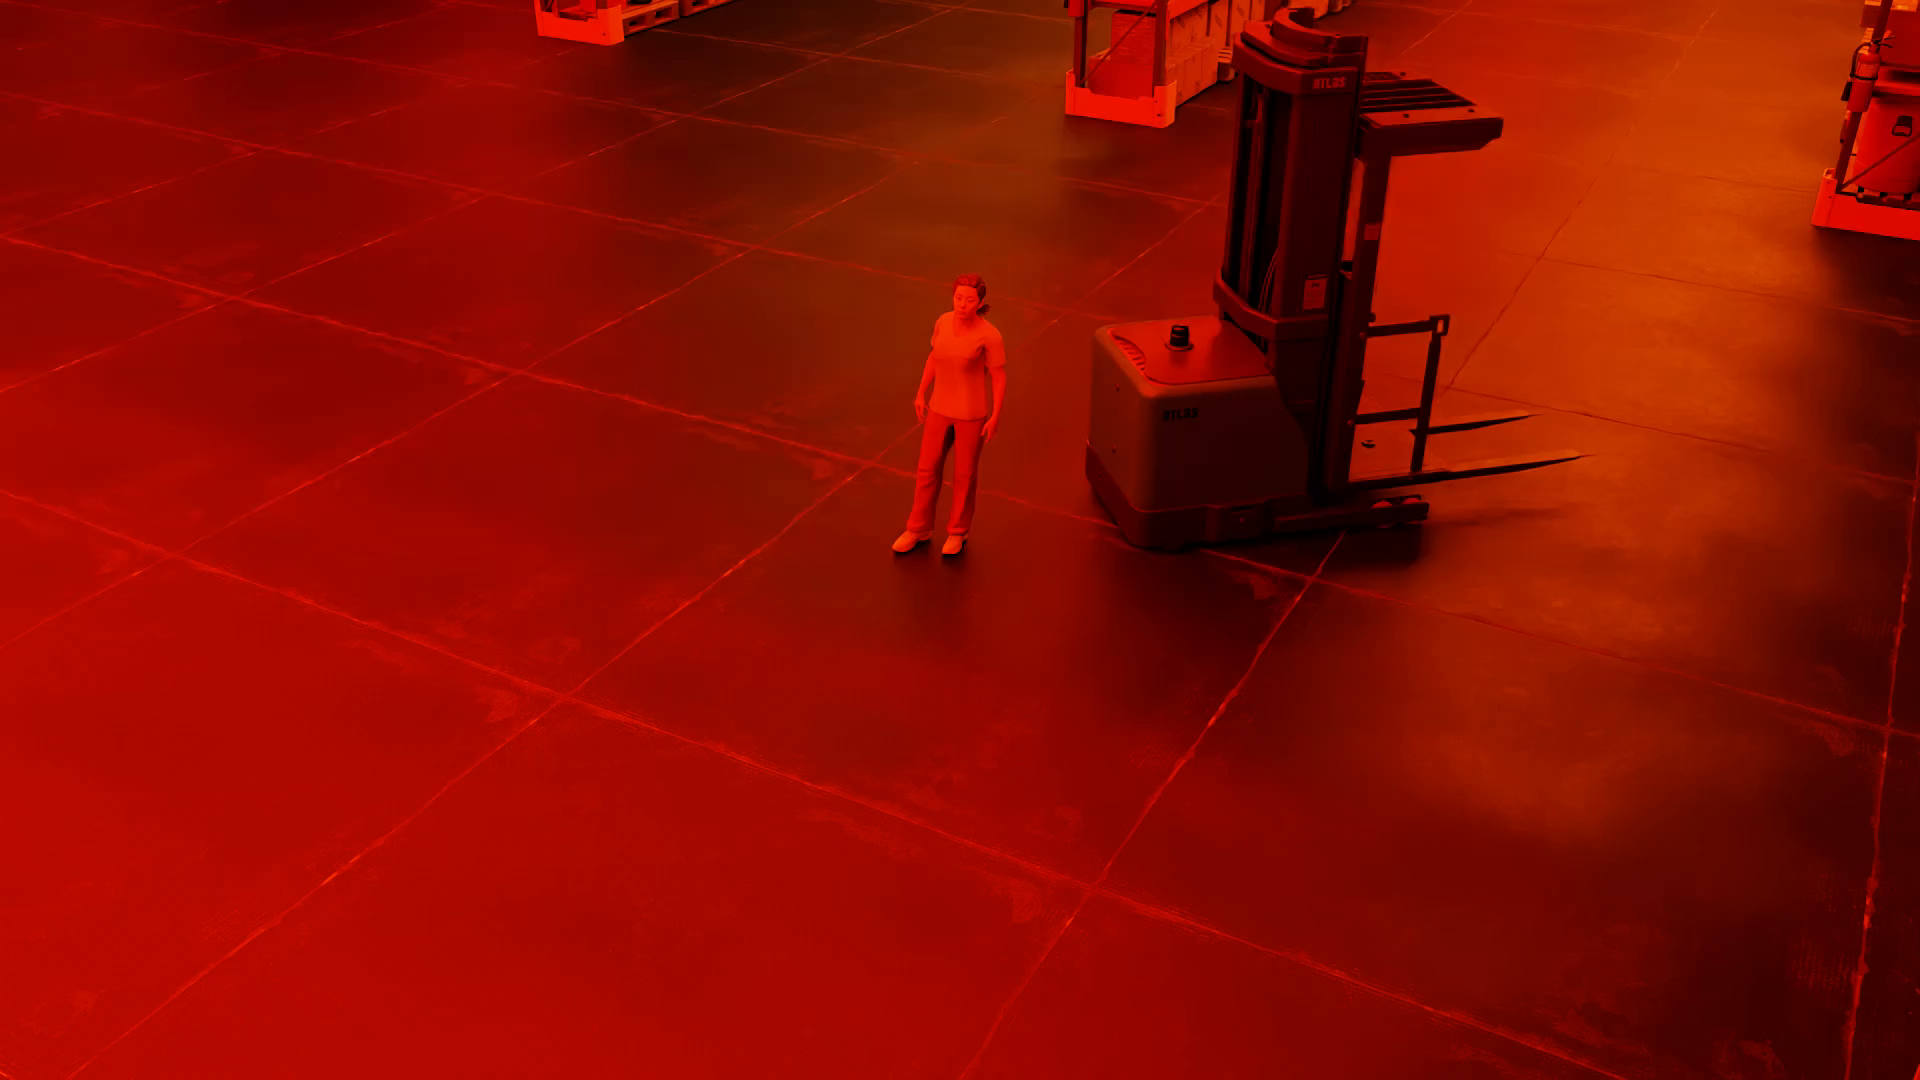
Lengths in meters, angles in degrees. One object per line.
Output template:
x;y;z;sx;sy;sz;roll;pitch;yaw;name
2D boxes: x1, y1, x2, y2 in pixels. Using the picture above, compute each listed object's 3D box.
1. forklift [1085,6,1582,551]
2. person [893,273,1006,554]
2.370;-1.587;9.820;3.031;2.935;1.130;-7;31;-12;forklift
-0.046;-0.703;9.529;0.552;1.674;0.548;15;33;25;person
